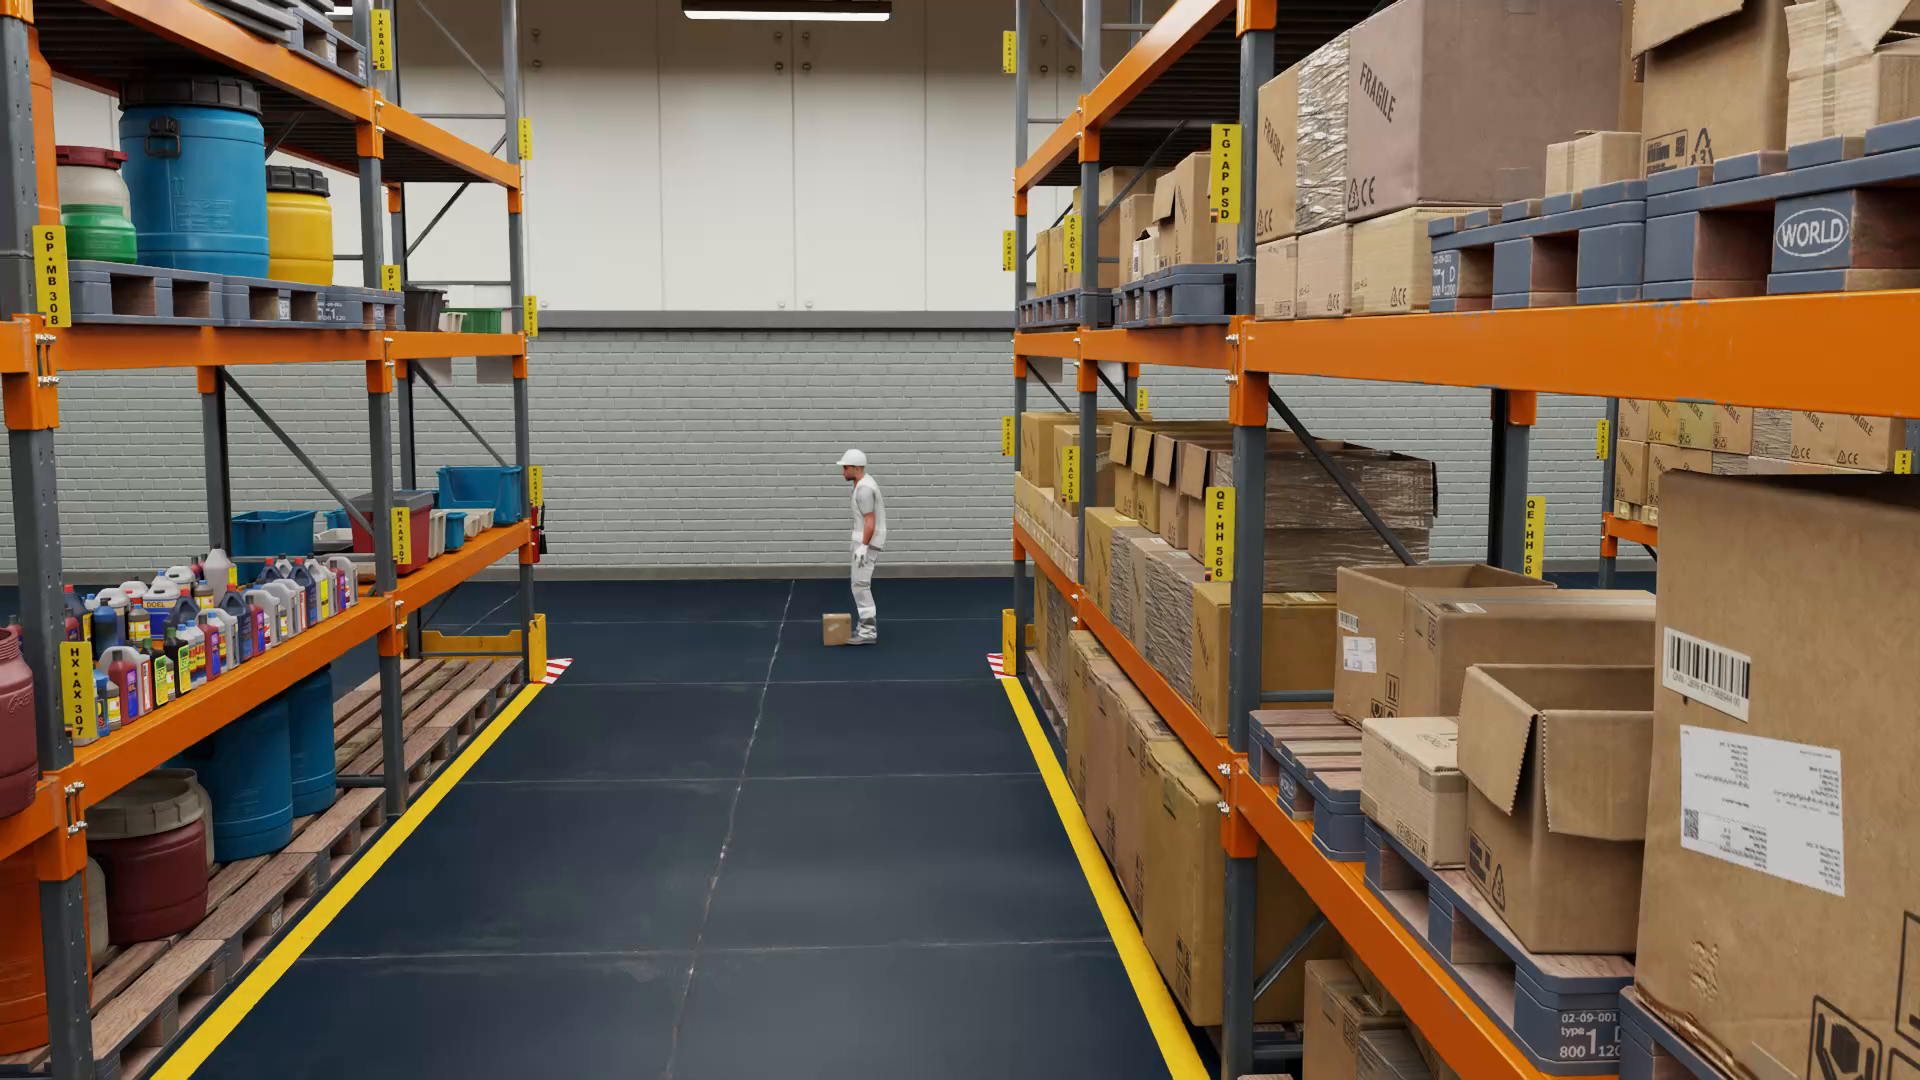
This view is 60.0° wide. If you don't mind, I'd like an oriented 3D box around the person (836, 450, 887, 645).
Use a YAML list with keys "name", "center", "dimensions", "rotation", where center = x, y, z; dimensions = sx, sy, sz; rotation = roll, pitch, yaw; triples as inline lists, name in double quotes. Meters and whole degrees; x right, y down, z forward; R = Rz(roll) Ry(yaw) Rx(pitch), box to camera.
- name: "person"
  center: [-0.903, 0.060, 15.177]
  dimensions: [0.453, 1.777, 0.604]
  rotation: [-1, 7, -6]
